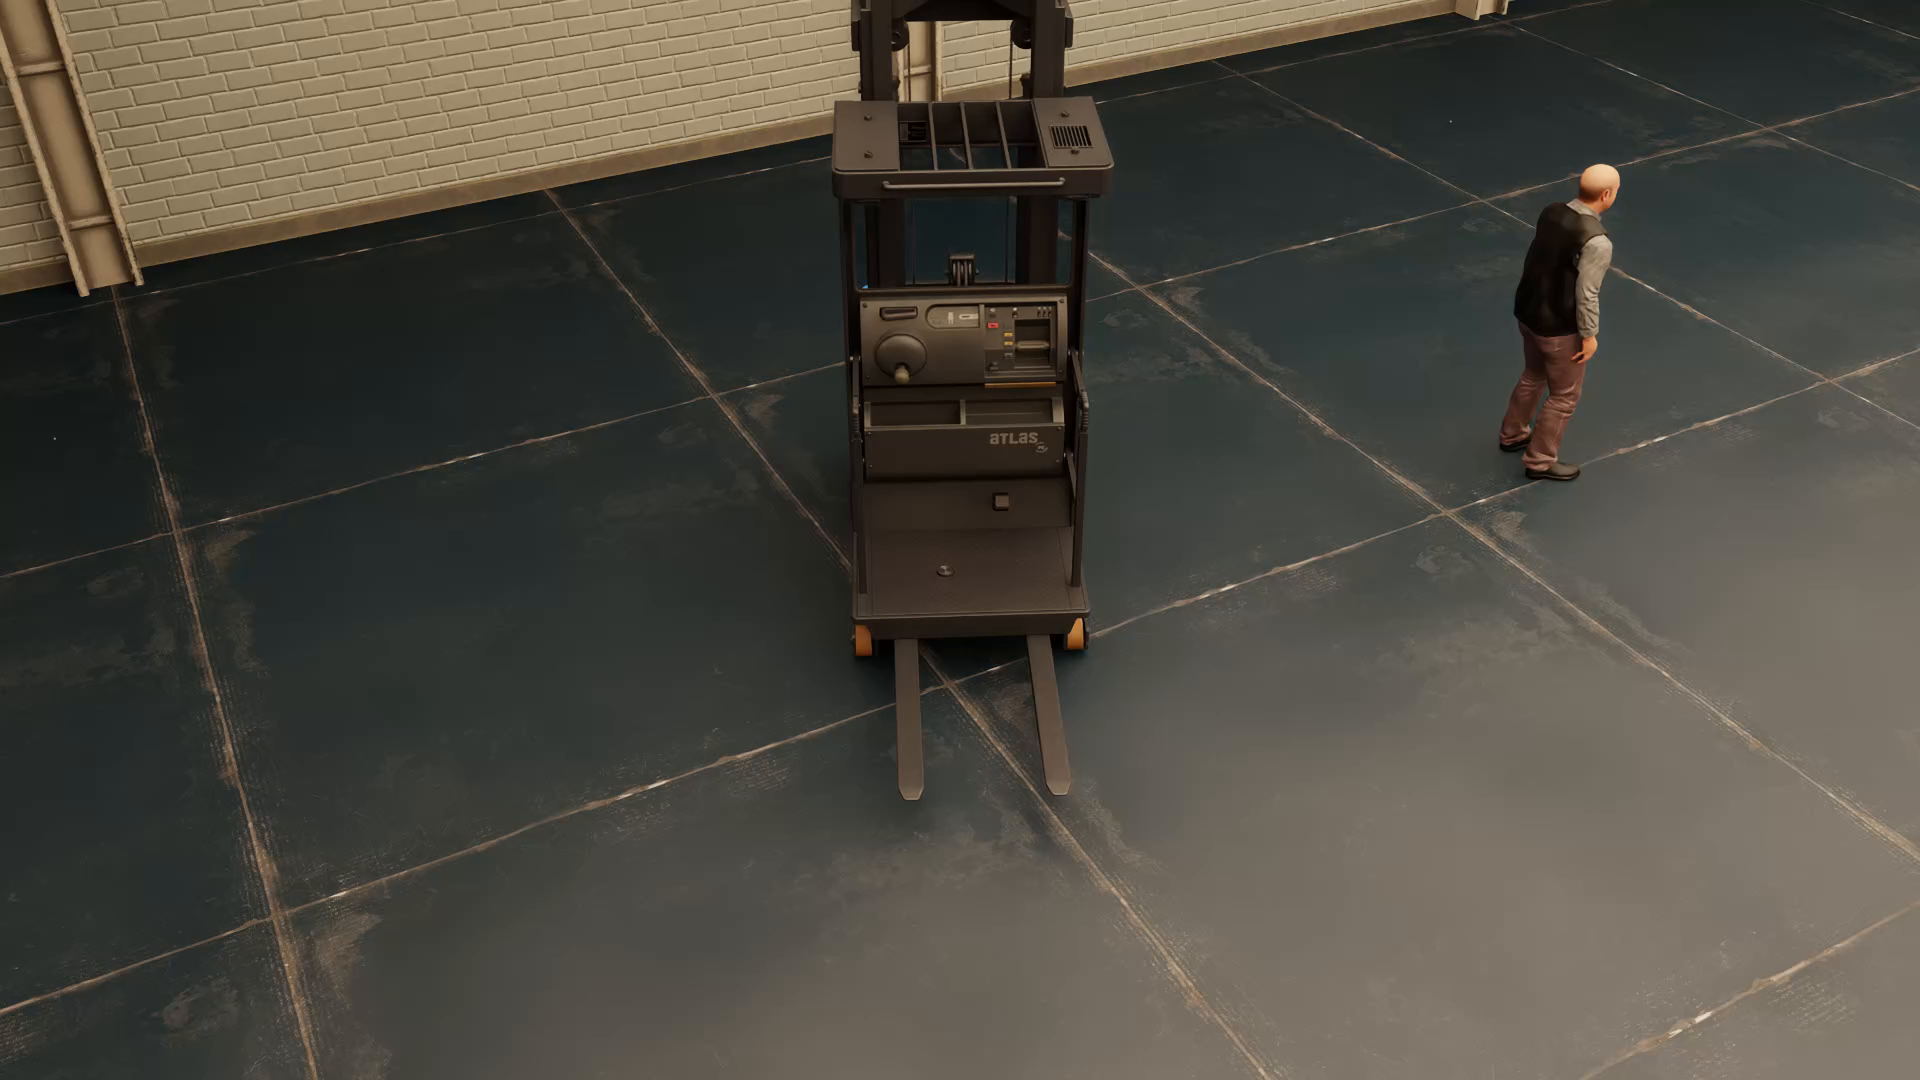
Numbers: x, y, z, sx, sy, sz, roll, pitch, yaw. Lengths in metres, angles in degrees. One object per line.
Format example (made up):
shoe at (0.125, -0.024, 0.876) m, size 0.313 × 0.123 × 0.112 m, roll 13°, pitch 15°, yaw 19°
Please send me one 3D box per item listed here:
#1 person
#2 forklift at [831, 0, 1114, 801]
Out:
person at (3.158, -1.158, 8.812) m, size 0.425 × 1.719 × 0.580 m, roll -8°, pitch 36°, yaw -12°
forklift at (0.031, -0.837, 7.307) m, size 1.130 × 2.935 × 3.031 m, roll -2°, pitch 35°, yaw -2°
